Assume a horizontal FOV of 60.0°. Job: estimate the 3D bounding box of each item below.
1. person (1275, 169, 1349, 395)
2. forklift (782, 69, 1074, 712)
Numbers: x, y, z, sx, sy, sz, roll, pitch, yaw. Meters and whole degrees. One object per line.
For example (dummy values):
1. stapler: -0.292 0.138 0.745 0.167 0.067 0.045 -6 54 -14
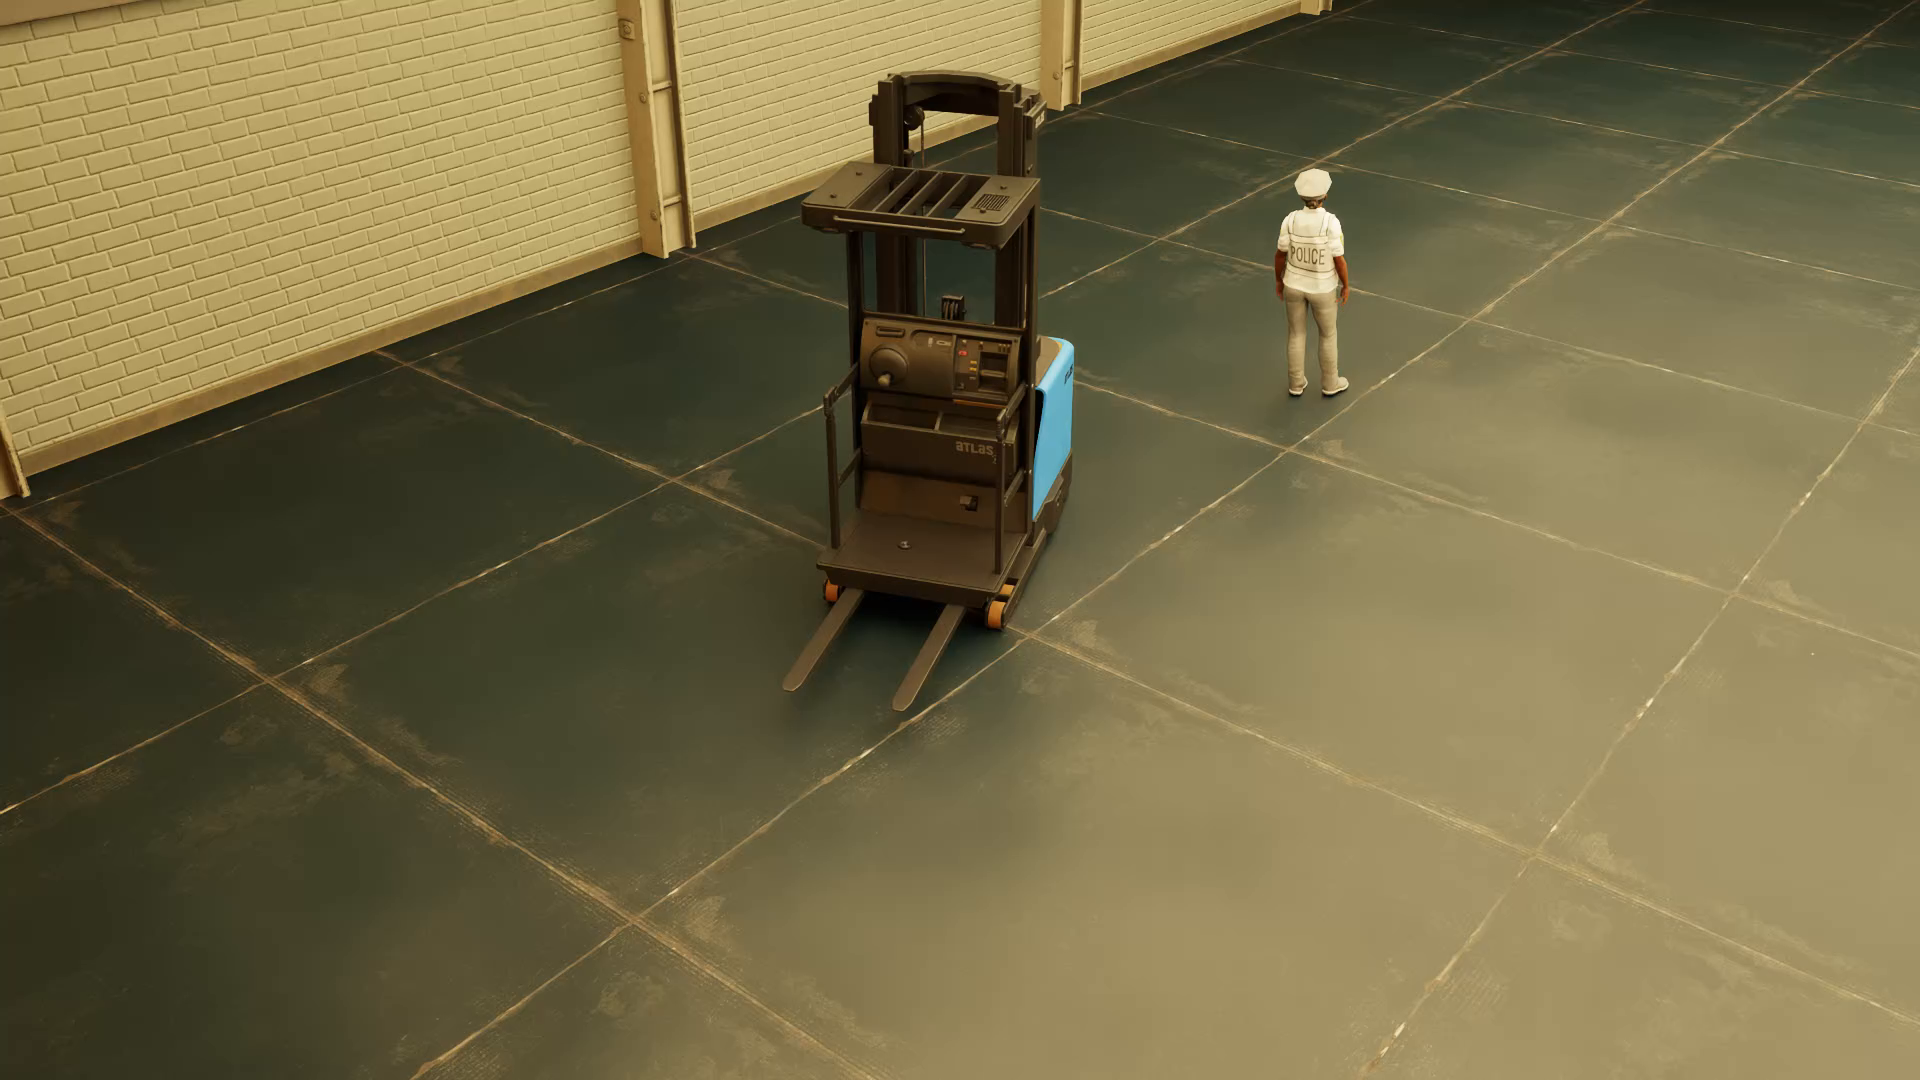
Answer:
1. person: 2.556 -1.849 11.969 0.570 1.695 0.530 15 33 24
2. forklift: -0.176 -0.972 9.258 1.130 2.935 3.031 9 31 14
